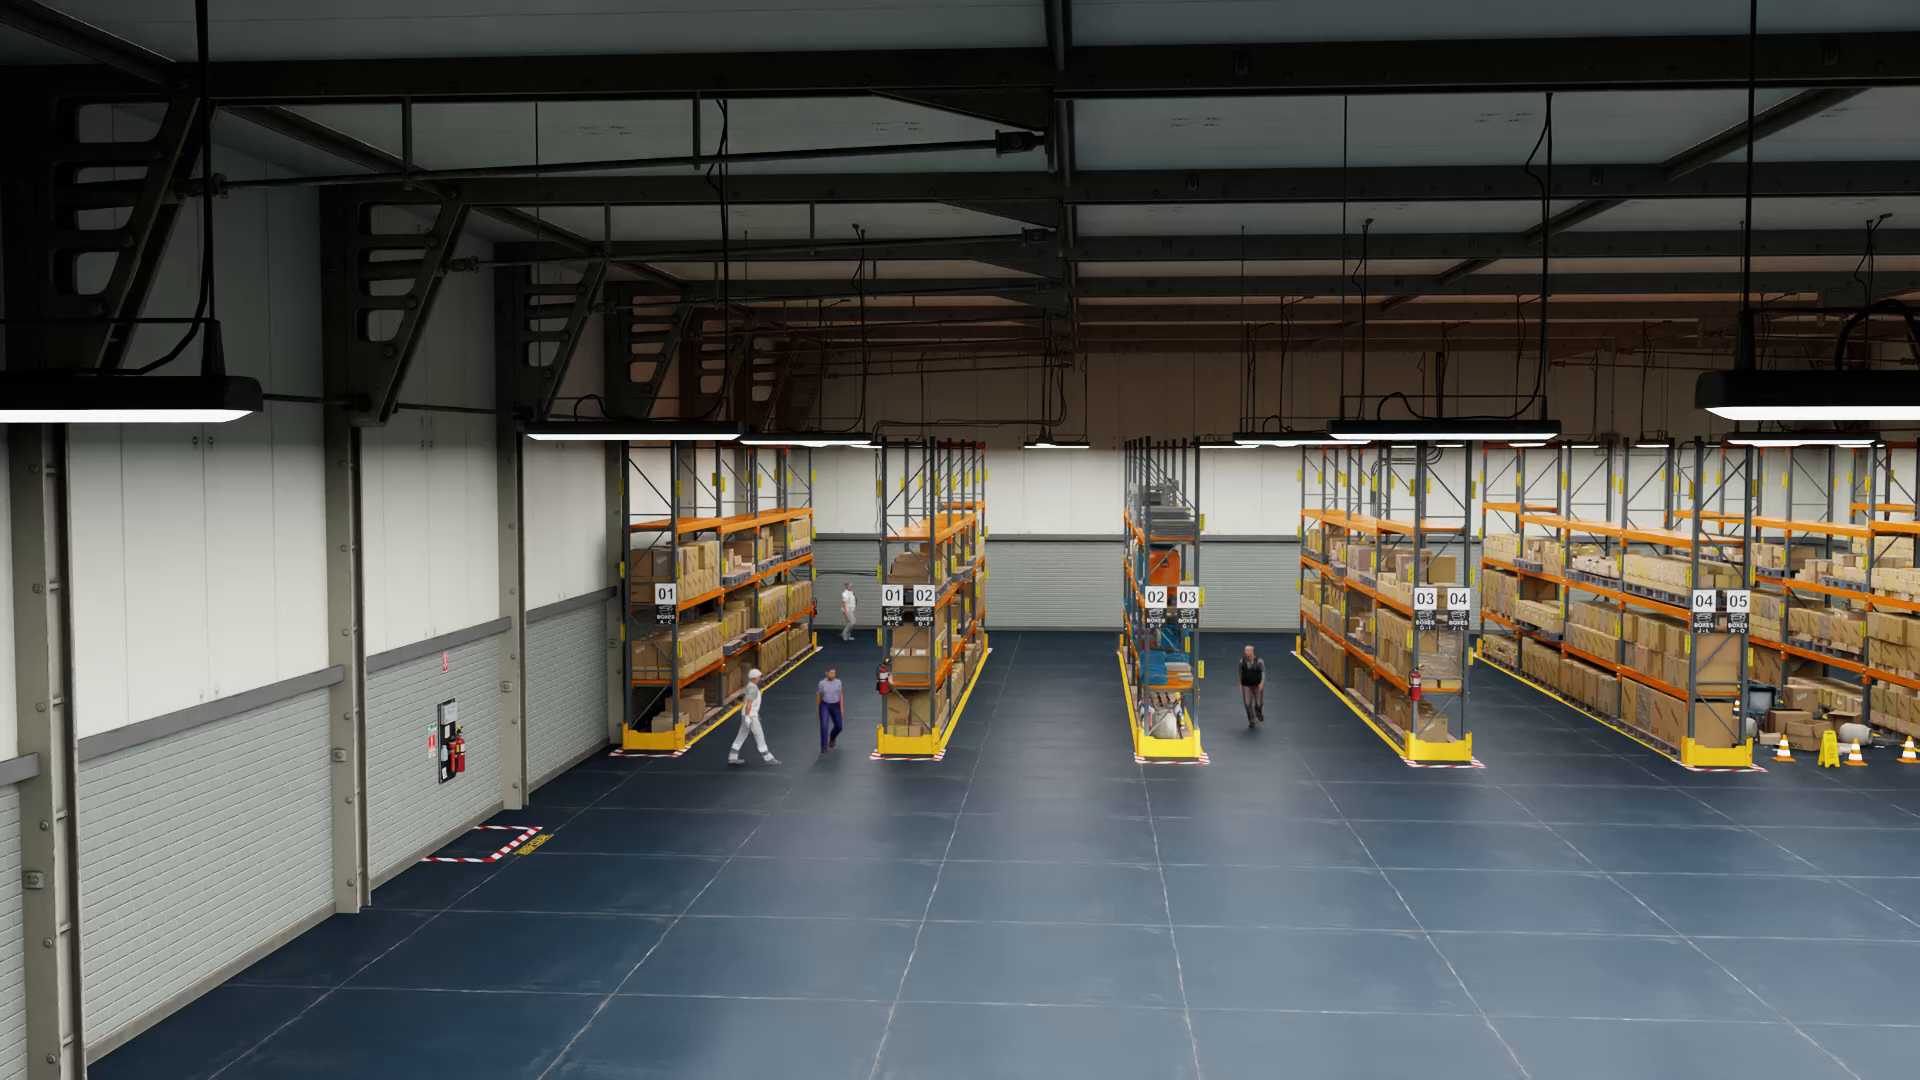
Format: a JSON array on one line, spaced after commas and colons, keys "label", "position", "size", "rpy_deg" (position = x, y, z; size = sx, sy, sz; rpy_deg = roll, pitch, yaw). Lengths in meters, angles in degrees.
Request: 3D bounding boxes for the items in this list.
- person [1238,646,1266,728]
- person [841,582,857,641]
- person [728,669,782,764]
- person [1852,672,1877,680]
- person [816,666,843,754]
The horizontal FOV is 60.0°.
[{"label": "person", "position": [6.080, 3.033, 34.606], "size": [0.597, 1.694, 0.617], "rpy_deg": [1, 3, 16]}, {"label": "person", "position": [-3.349, 2.151, 50.195], "size": [0.439, 1.792, 0.573], "rpy_deg": [0, 3, 7]}, {"label": "person", "position": [-3.740, 3.205, 30.279], "size": [0.966, 1.728, 0.627], "rpy_deg": [0, 3, -7]}, {"label": "person", "position": [22.720, 2.613, 41.591], "size": [0.582, 1.789, 0.581], "rpy_deg": [-1, 3, -19]}, {"label": "person", "position": [-2.479, 3.203, 31.623], "size": [0.509, 1.632, 0.655], "rpy_deg": [-1, 3, -19]}]
